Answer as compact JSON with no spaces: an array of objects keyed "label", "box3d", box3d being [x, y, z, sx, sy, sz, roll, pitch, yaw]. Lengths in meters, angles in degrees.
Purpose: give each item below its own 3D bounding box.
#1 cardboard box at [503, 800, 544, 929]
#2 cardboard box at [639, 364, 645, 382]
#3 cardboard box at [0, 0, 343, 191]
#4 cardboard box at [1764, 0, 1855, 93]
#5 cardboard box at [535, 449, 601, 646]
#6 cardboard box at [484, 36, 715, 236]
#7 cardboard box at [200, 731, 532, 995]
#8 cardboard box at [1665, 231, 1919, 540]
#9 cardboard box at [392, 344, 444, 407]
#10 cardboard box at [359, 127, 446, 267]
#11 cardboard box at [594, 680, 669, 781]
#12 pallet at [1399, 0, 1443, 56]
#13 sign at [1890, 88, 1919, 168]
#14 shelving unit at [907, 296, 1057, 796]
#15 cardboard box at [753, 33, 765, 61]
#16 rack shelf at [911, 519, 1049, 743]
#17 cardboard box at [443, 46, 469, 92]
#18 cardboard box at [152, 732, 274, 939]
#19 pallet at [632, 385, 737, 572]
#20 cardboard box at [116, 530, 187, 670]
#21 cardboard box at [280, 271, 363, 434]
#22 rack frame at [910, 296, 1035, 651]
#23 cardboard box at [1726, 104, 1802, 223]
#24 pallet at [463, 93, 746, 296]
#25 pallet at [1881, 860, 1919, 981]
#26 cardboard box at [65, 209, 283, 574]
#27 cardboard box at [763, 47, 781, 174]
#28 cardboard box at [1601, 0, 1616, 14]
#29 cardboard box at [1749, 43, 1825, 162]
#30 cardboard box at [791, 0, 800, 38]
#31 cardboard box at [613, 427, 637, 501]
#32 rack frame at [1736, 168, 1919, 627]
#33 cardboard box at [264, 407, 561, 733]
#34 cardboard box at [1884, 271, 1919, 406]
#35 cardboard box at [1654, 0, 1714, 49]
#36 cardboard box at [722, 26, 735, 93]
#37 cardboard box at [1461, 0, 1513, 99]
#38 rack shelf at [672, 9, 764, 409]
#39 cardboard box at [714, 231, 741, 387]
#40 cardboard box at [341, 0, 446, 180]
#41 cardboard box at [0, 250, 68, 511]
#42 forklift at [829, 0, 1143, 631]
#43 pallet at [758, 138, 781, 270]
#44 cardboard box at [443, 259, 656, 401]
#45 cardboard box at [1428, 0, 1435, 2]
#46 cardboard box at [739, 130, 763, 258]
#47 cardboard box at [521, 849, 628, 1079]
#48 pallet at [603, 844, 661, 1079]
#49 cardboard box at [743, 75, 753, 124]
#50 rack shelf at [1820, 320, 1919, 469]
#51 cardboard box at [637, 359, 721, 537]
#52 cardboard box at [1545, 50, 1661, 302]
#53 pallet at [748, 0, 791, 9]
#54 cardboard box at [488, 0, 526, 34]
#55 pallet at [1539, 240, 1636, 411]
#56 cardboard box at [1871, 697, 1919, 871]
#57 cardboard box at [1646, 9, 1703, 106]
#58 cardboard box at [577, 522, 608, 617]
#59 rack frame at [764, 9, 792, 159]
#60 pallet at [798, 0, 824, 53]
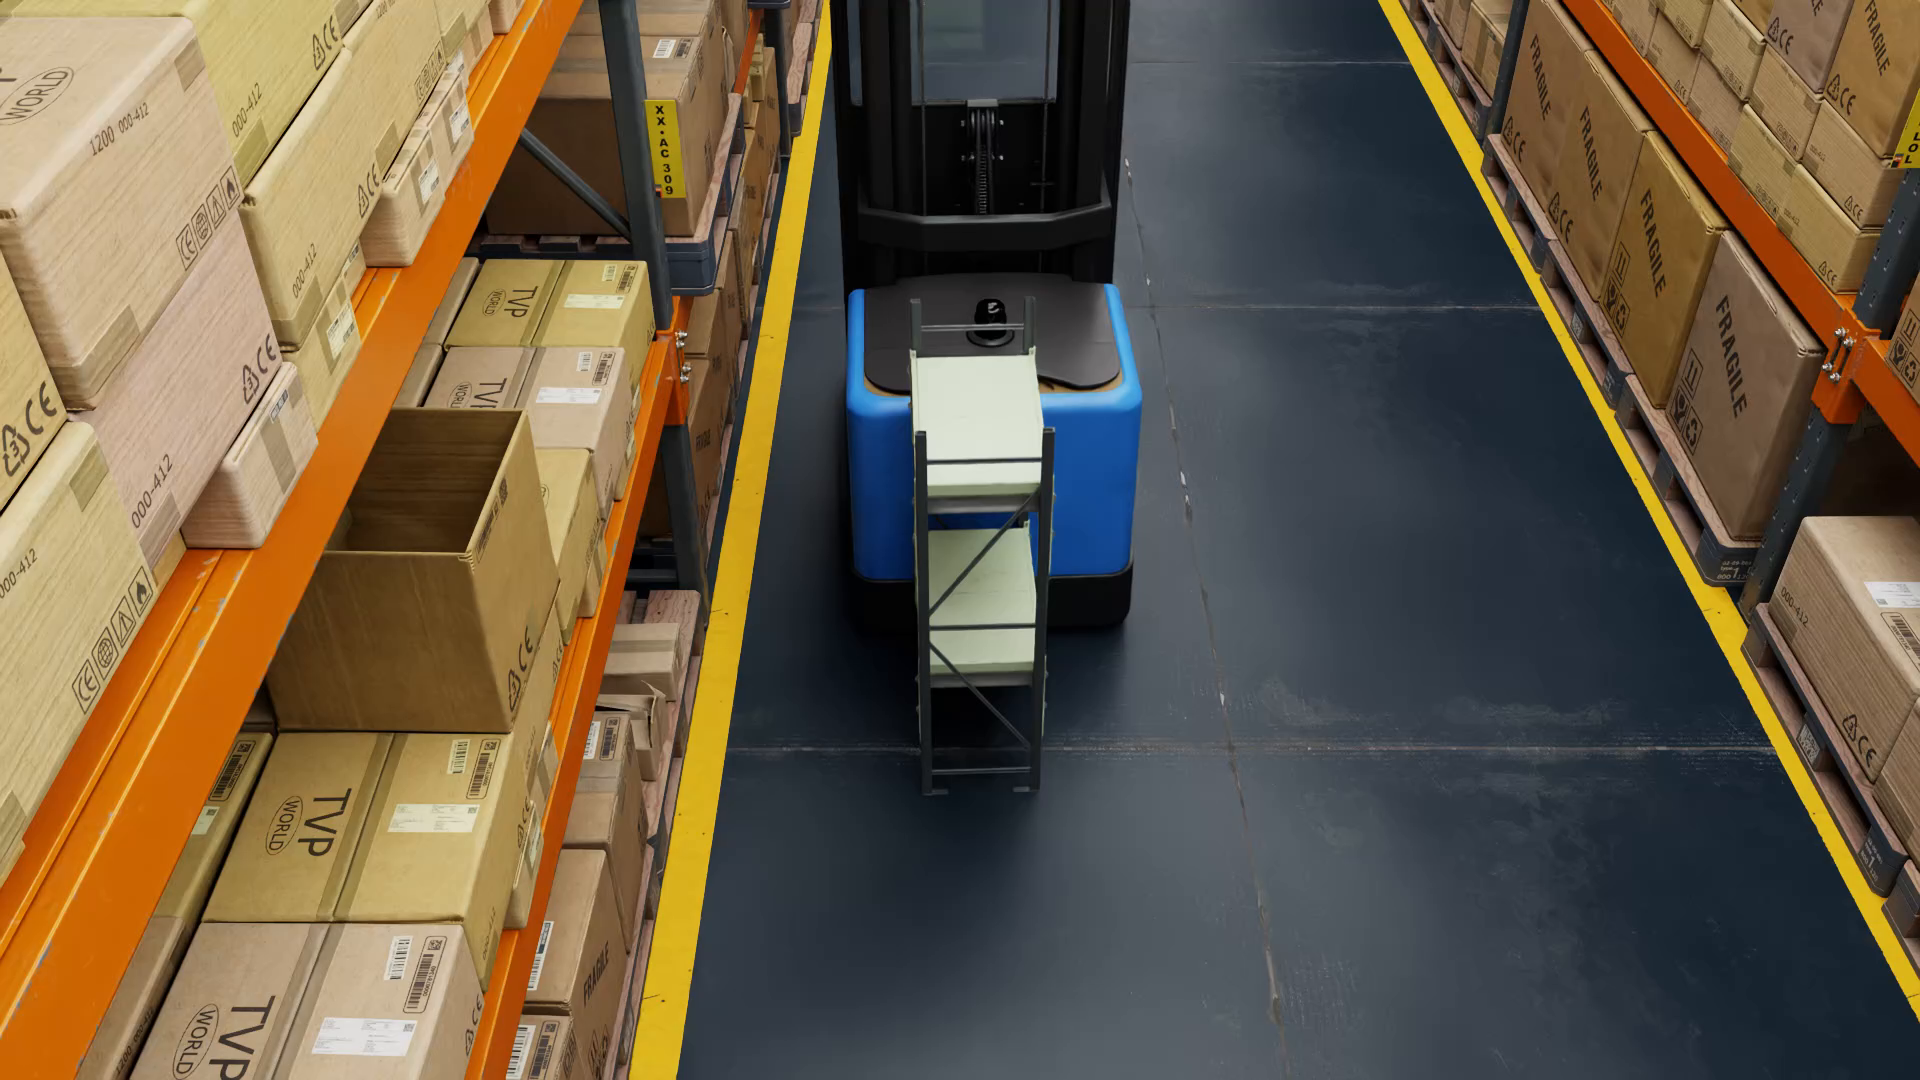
[{"label":"cardboard box","box3d":[-1.135,0.717,3.658,0.380,0.149,0.250,-1,39,-1]},{"label":"cardboard box","box3d":[-1.209,-0.574,5.269,0.380,0.149,0.250,0,39,1]},{"label":"cardboard box","box3d":[-1.203,-0.703,2.312,0.500,0.250,0.500,-1,39,-1]},{"label":"cardboard box","box3d":[3.242,-1.909,5.854,0.500,0.500,0.500,1,39,1]},{"label":"cardboard box","box3d":[-1.215,0.014,4.215,0.500,0.250,0.500,0,39,0]},{"label":"cardboard box","box3d":[-1.239,-1.377,5.654,0.700,0.500,0.500,1,39,1]},{"label":"cardboard box","box3d":[-1.193,0.656,3.415,0.500,0.250,0.500,-1,39,-1]},{"label":"cardboard box","box3d":[3.421,-0.600,6.463,0.875,0.875,0.875,1,39,1]},{"label":"cardboard box","box3d":[-1.724,-0.306,4.615,0.500,0.250,0.500,0,39,0]},{"label":"cardboard box","box3d":[-1.130,-0.601,2.903,0.380,0.149,0.250,0,39,0]},{"label":"cardboard box","box3d":[-1.167,0.603,5.449,0.396,0.266,0.258,1,39,2]},{"label":"pallet","box3d":[3.499,-3.540,10.999,1.003,0.211,1.213,0,39,0]},{"label":"sign","box3d":[2.959,-1.292,5.101,0.100,0.325,0.005,0,39,0]},{"label":"shelving unit","box3d":[0.056,0.046,5.493,0.431,1.500,0.755,-2,39,-2]},{"label":"cardboard box","box3d":[-1.213,-2.506,8.623,0.380,0.149,0.250,-2,39,-2]},{"label":"rack shelf","box3d":[0.056,0.301,5.697,0.431,0.370,0.720,-2,39,-2]},{"label":"cardboard box","box3d":[-1.204,-0.920,3.301,0.380,0.149,0.250,0,39,0]},{"label":"cardboard box","box3d":[-1.718,0.653,3.419,0.500,0.250,0.500,1,39,1]},{"label":"pallet","box3d":[-1.501,-0.292,6.946,1.003,0.211,1.213,0,39,0]},{"label":"cardboard box","box3d":[-1.235,0.034,2.112,0.380,0.149,0.250,0,39,0]},{"label":"cardboard box","box3d":[-1.140,-0.286,2.511,0.380,0.149,0.250,0,39,0]},{"label":"rack frame","box3d":[0.041,-0.182,5.778,0.400,1.500,0.023,-2,39,-2]},{"label":"cardboard box","box3d":[3.250,-1.418,6.240,0.500,0.250,0.500,-1,39,-1]},{"label":"pallet","box3d":[-1.354,-1.296,6.123,1.003,0.211,1.213,0,39,0]},{"label":"pallet","box3d":[3.429,1.451,4.770,1.003,0.211,1.213,0,39,0]},{"label":"cardboard box","box3d":[-1.206,-0.194,2.076,0.500,0.250,0.500,1,39,1]},{"label":"cardboard box","box3d":[-1.251,-2.297,8.881,0.500,0.500,0.500,1,39,1]},{"label":"cardboard box","box3d":[3.264,-2.693,7.832,0.500,0.250,0.500,-1,39,-1]},{"label":"cardboard box","box3d":[3.250,-1.602,6.071,0.500,0.250,0.500,1,39,1]},{"label":"cardboard box","box3d":[-1.462,-3.409,10.168,0.875,0.625,0.625,1,39,1]},{"label":"cardboard box","box3d":[-1.162,-0.249,4.863,0.380,0.149,0.250,1,39,1]},{"label":"rack frame","box3d":[3.502,-0.877,5.446,1.000,3.000,0.127,0,39,0]},{"label":"cardboard box","box3d":[-1.190,0.058,3.562,0.500,0.500,0.500,1,39,1]},{"label":"cardboard box","box3d":[3.241,-0.623,5.048,0.500,0.500,0.500,1,39,1]},{"label":"cardboard box","box3d":[3.226,-2.246,6.874,0.500,0.250,0.500,1,39,1]},{"label":"cardboard box","box3d":[-1.080,-1.852,6.434,0.396,0.266,0.258,2,39,2]},{"label":"cardboard box","box3d":[3.507,-2.871,9.699,0.950,0.372,0.625,-2,39,-3]},{"label":"rack shelf","box3d":[-1.464,-1.841,7.224,1.077,0.370,4.000,0,39,0]},{"label":"cardboard box","box3d":[-1.244,-1.008,7.272,0.500,0.500,0.500,-1,39,-1]},{"label":"cardboard box","box3d":[-1.218,-0.837,2.879,0.500,0.250,0.500,-1,39,-1]},{"label":"cardboard box","box3d":[-1.207,-0.071,1.523,0.500,0.250,0.500,0,39,-1]},{"label":"forklift","box3d":[0.061,-1.703,6.532,1.130,2.935,3.031,-2,39,-2]},{"label":"pallet","box3d":[-1.503,-1.818,8.850,1.003,0.211,1.213,0,39,0]},{"label":"cardboard box","box3d":[-1.217,-0.611,4.996,0.500,0.250,0.500,1,39,1]},{"label":"cardboard box","box3d":[3.502,-3.806,10.866,0.950,0.372,0.625,1,39,1]},{"label":"cardboard box","box3d":[-1.258,-1.657,8.082,0.500,0.500,0.500,2,39,2]},{"label":"cardboard box","box3d":[-1.226,1.194,4.525,0.500,0.500,0.500,1,39,1]},{"label":"pallet","box3d":[-1.458,1.411,4.821,1.003,0.211,1.213,0,39,0]},{"label":"cardboard box","box3d":[-1.225,-2.170,8.204,0.380,0.149,0.250,-1,39,-2]},{"label":"rack shelf","box3d":[3.504,0.654,4.110,1.077,0.370,4.000,0,39,0]},{"label":"cardboard box","box3d":[-1.237,-0.363,6.467,0.500,0.500,0.500,2,39,2]},{"label":"cardboard box","box3d":[3.412,-1.724,7.866,0.875,0.875,0.875,0,39,1]},{"label":"pallet","box3d":[-1.395,-2.874,8.091,1.213,0.211,1.003,0,39,0]},{"label":"cardboard box","box3d":[-1.181,-1.245,3.707,0.380,0.149,0.250,0,39,0]},{"label":"pallet","box3d":[3.421,-1.037,7.875,1.003,0.211,1.213,0,39,0]},{"label":"cardboard box","box3d":[3.397,0.911,4.927,0.875,0.438,0.875,-1,39,-1]},{"label":"cardboard box","box3d":[3.263,-2.056,7.037,0.500,0.250,0.500,0,39,0]},{"label":"cardboard box","box3d":[-1.161,0.075,4.459,0.380,0.149,0.250,-1,39,-1]},{"label":"rack frame","box3d":[-1.466,-3.373,8.560,1.000,3.000,0.127,0,39,0]},{"label":"pallet","box3d":[-1.427,-3.561,11.024,1.003,0.211,1.213,0,39,0]}]
